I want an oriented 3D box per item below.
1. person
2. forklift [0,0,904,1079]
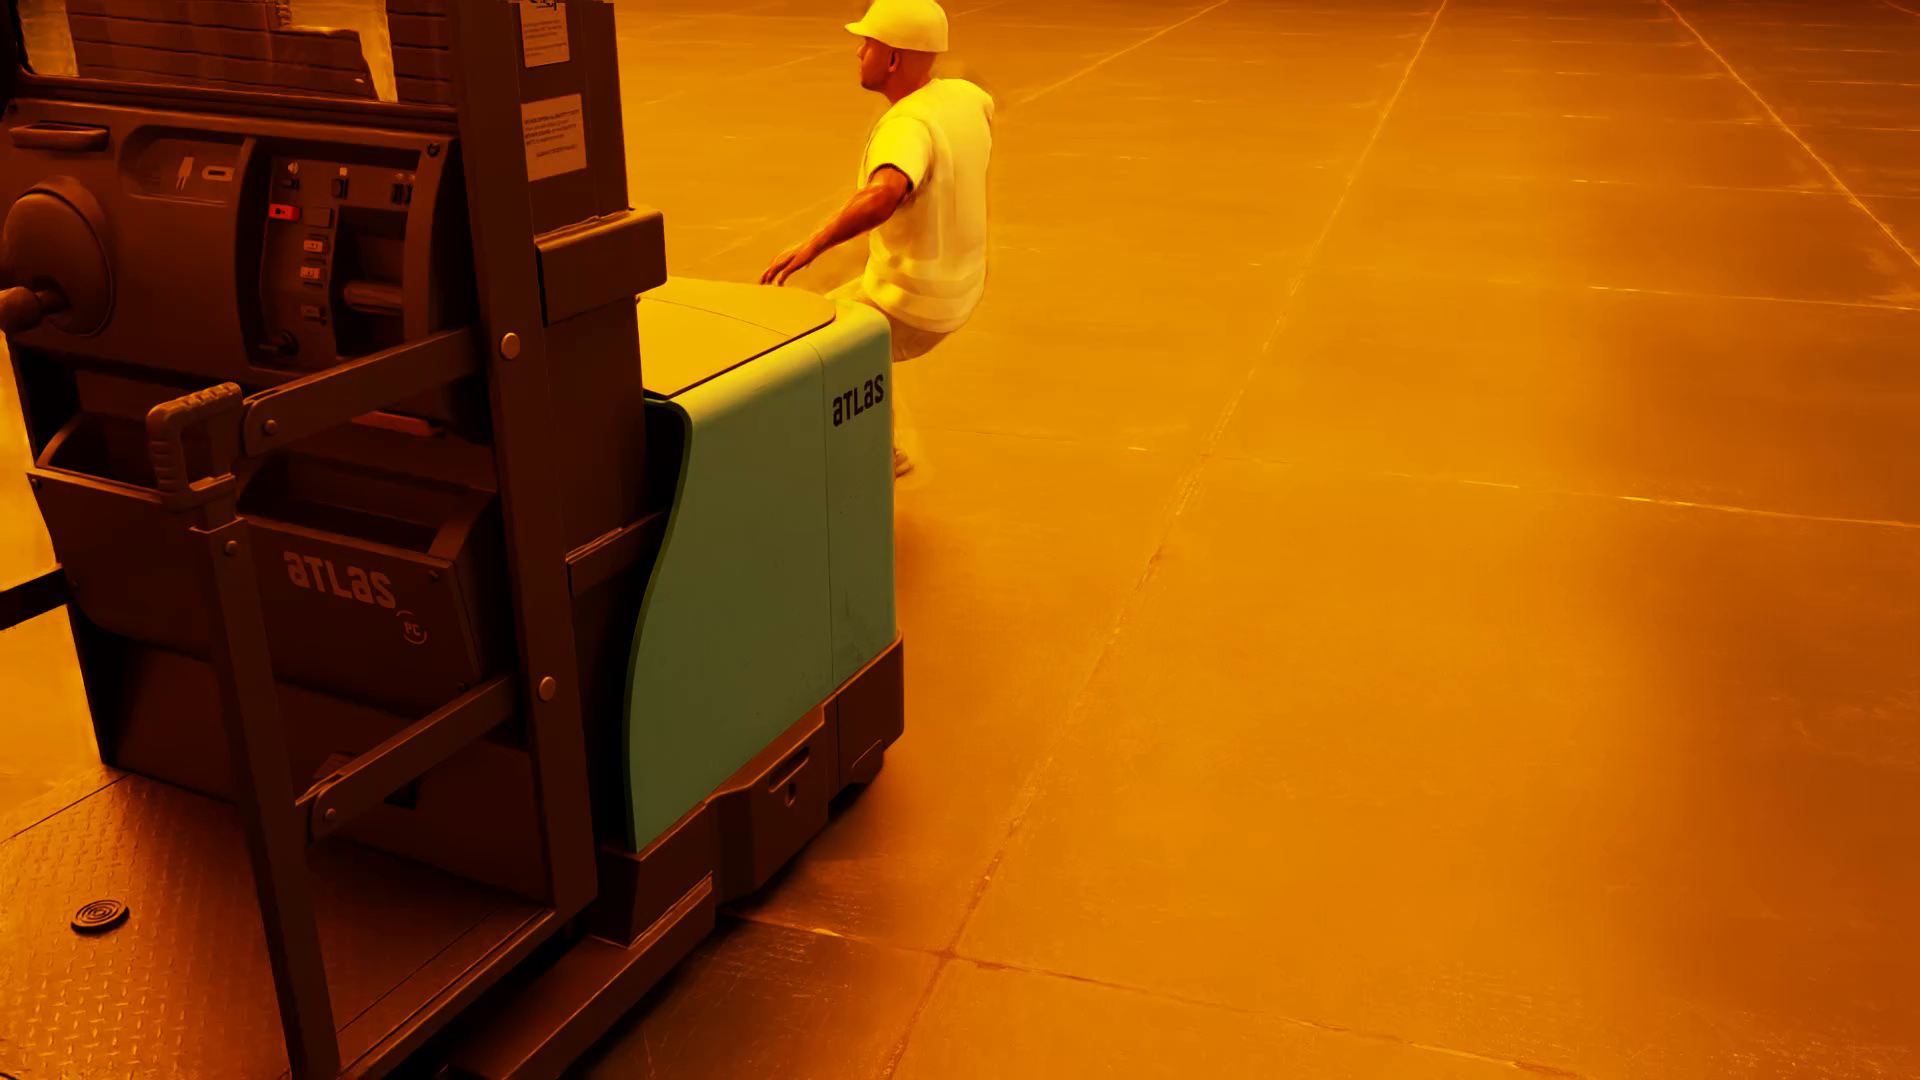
[{"bbox_3d":[-0.335,-0.767,4.881,0.800,1.617,1.170,8,24,18],"label":"person"},{"bbox_3d":[-1.233,-0.440,2.345,1.130,2.935,3.031,11,25,24],"label":"forklift"}]
